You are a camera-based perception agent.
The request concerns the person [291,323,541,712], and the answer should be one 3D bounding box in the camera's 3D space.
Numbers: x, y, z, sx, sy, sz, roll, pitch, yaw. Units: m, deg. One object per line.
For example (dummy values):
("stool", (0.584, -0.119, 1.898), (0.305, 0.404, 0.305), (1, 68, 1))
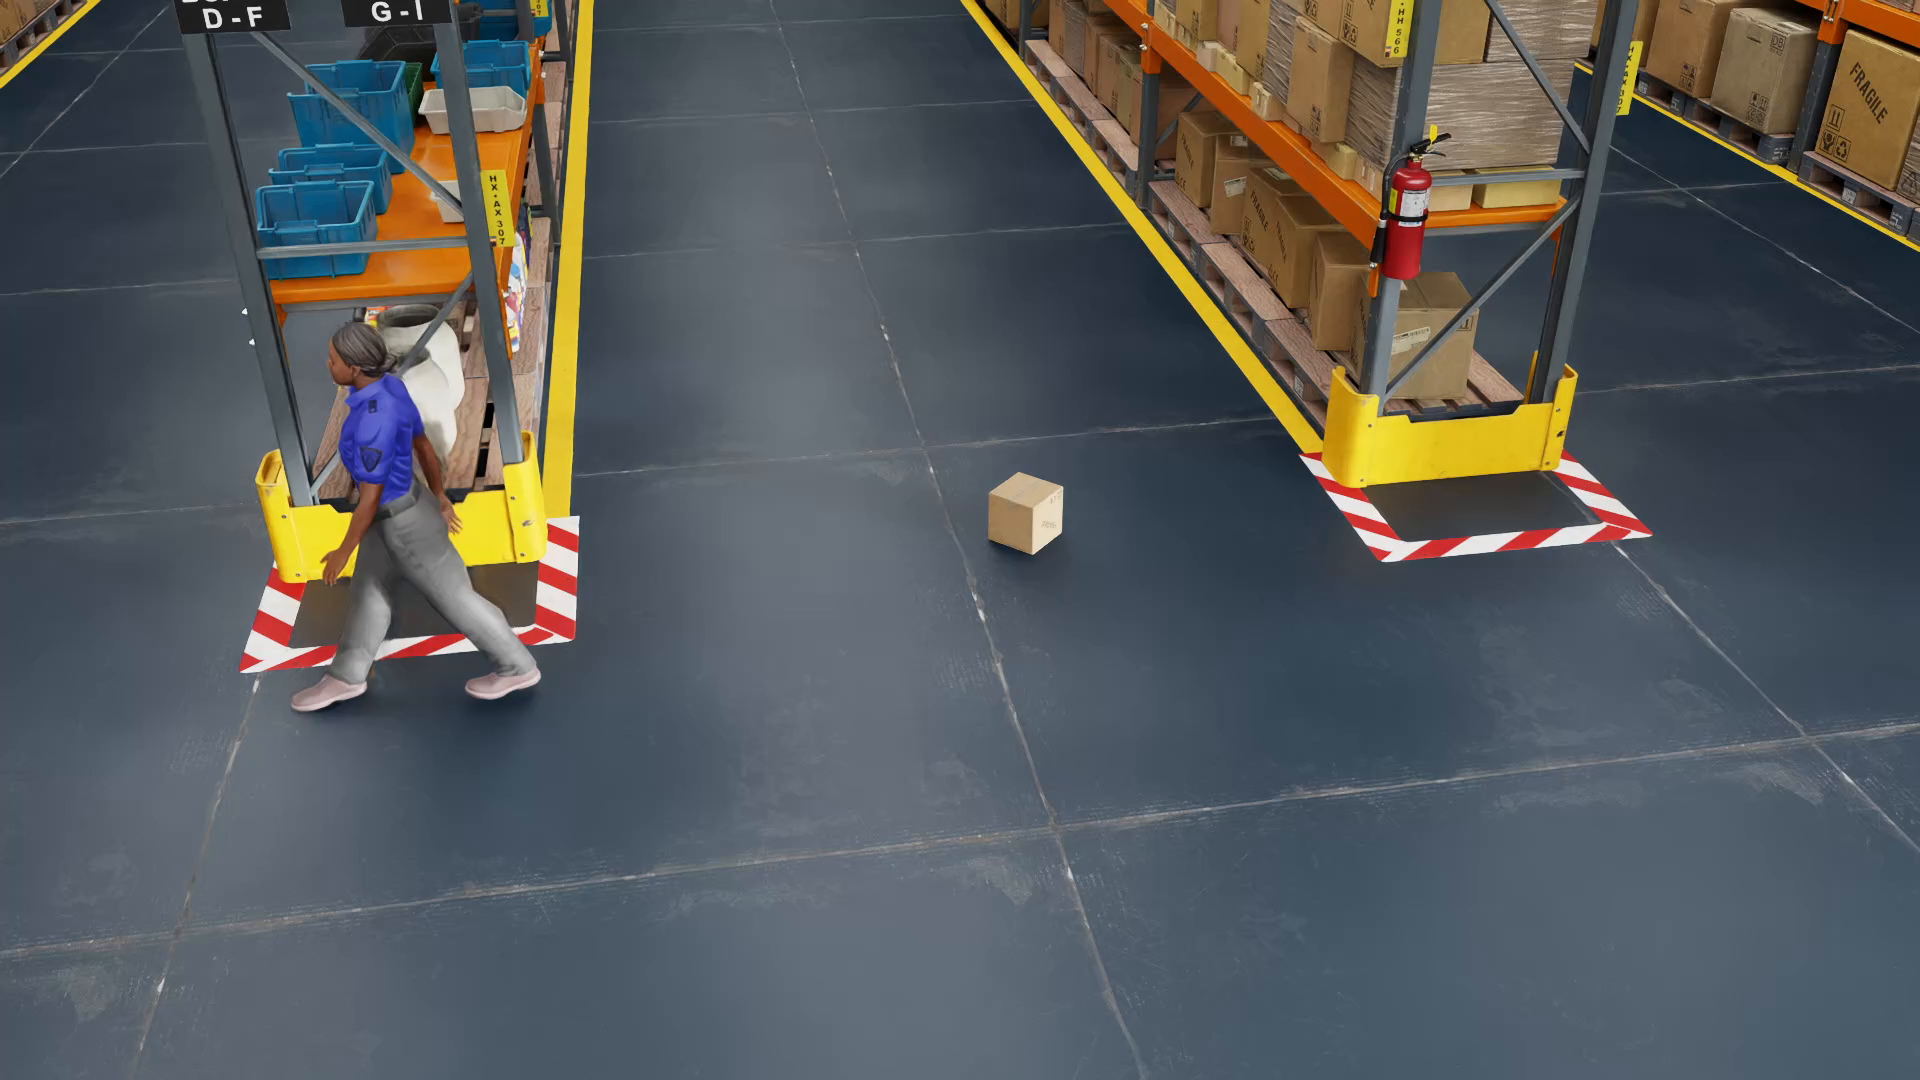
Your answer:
("person", (-2.161, -0.051, 6.219), (0.964, 1.615, 0.467), (-9, 32, -14))
